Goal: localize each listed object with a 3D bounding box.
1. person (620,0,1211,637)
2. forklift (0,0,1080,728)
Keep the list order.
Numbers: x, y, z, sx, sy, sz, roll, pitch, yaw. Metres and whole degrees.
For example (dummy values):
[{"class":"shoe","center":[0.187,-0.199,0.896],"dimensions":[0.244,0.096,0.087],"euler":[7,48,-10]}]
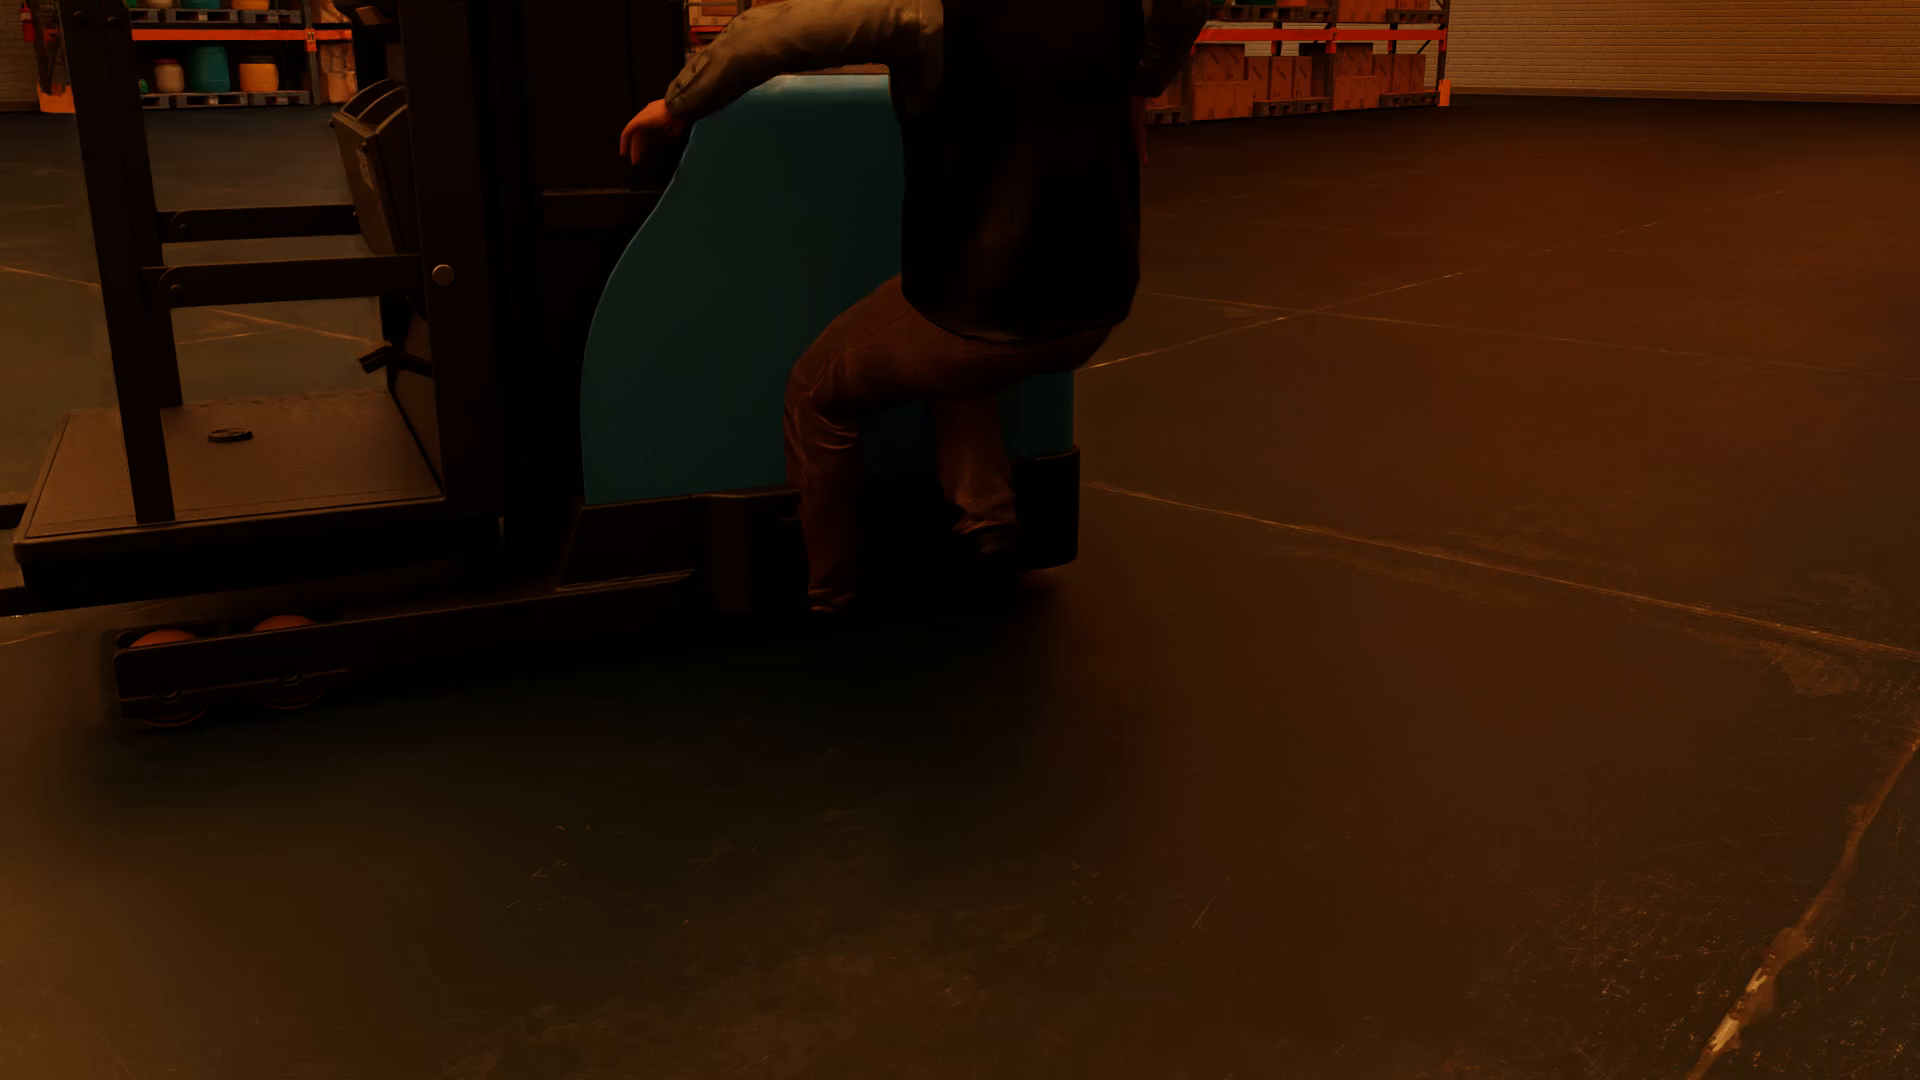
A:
[{"class":"person","center":[-0.062,-0.532,3.078],"dimensions":[1.074,1.533,0.850],"euler":[-12,21,-35]},{"class":"forklift","center":[-1.311,-1.253,3.022],"dimensions":[3.031,2.935,1.130],"euler":[-7,18,-22]}]
